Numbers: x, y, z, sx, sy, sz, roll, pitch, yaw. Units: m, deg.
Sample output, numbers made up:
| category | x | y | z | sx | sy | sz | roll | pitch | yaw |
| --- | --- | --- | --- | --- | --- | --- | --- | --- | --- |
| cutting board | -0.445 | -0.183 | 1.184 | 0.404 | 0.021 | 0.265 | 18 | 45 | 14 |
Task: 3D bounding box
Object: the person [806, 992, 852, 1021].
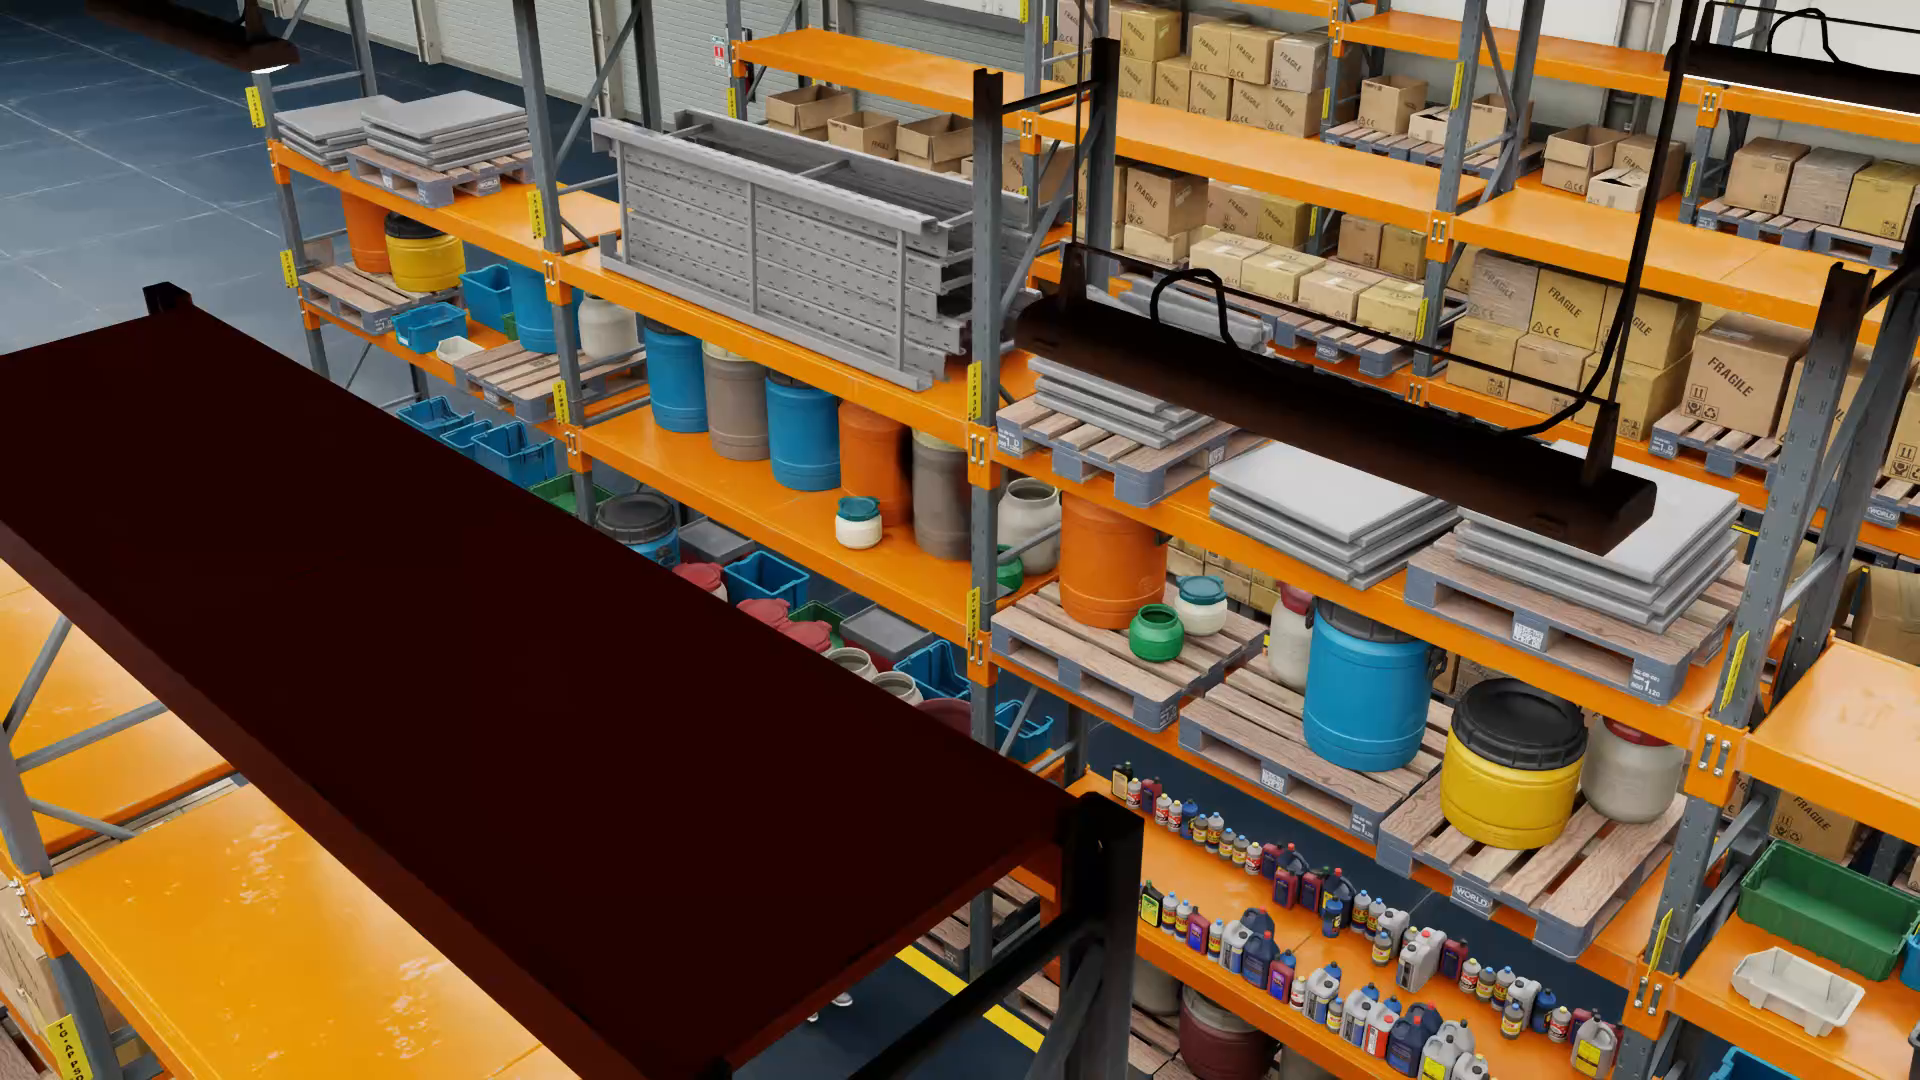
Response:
| category | x | y | z | sx | sy | sz | roll | pitch | yaw |
| --- | --- | --- | --- | --- | --- | --- | --- | --- | --- |
| person | -0.949 | 2.335 | 10.416 | 0.482 | 1.610 | 0.323 | -19 | 35 | -31 |
